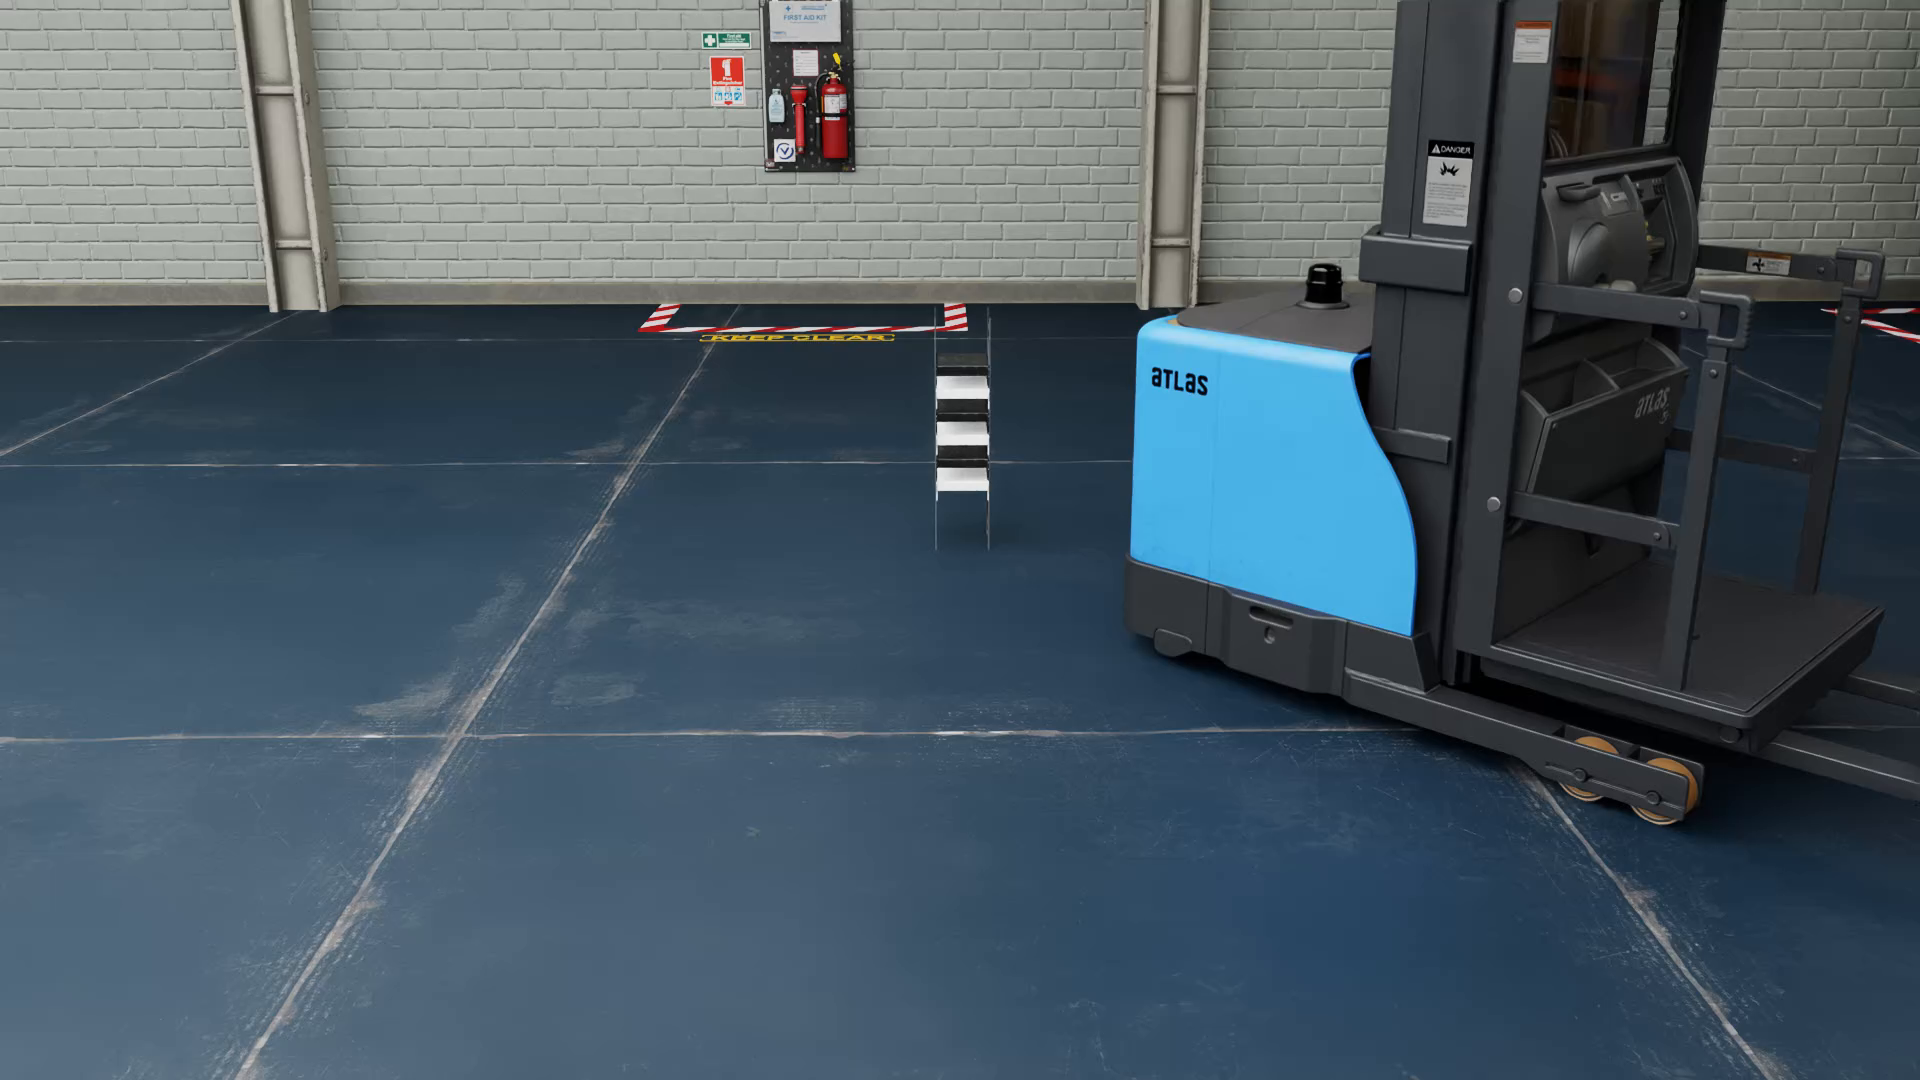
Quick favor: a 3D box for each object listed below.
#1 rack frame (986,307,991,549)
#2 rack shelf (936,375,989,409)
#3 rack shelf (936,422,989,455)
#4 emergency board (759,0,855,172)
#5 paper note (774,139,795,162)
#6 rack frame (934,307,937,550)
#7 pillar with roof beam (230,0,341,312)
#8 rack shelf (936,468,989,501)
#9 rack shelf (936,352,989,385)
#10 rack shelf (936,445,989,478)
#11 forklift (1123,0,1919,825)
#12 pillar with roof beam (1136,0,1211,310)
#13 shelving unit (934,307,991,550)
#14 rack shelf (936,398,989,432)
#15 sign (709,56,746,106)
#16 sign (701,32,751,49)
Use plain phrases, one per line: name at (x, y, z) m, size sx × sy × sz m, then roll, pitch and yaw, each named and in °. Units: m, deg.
rack frame at (0.110, -0.429, 6.412) m, size 0.006 × 0.900 × 0.240 m, roll 0°, pitch 18°, yaw -1°
rack shelf at (0.008, -0.568, 6.365) m, size 0.200 × 0.077 × 0.258 m, roll 0°, pitch 18°, yaw -1°
rack shelf at (0.008, -0.397, 6.420) m, size 0.200 × 0.077 × 0.258 m, roll 0°, pitch 18°, yaw -1°
emergency board at (-1.025, -3.073, 11.216) m, size 0.643 × 1.169 × 0.194 m, roll 0°, pitch 18°, yaw -1°
paper note at (-1.203, -2.674, 11.413) m, size 0.142 × 0.148 × 0.016 m, roll 0°, pitch 18°, yaw -1°
rack frame at (-0.094, -0.428, 6.409) m, size 0.006 × 0.900 × 0.240 m, roll 0°, pitch 18°, yaw -1°
pillar with roof beam at (-4.485, -4.586, 6.111) m, size 0.400 × 9.000 × 9.100 m, roll 0°, pitch 18°, yaw -1°
rack shelf at (0.008, -0.225, 6.475) m, size 0.200 × 0.077 × 0.258 m, roll 0°, pitch 18°, yaw -1°
rack shelf at (0.008, -0.654, 6.338) m, size 0.200 × 0.077 × 0.258 m, roll 0°, pitch 18°, yaw -1°
rack shelf at (0.008, -0.311, 6.448) m, size 0.200 × 0.077 × 0.258 m, roll 0°, pitch 18°, yaw -1°
forklift at (1.948, -0.844, 4.381) m, size 3.031 × 2.935 × 1.130 m, roll 16°, pitch 24°, yaw 41°
pillar with roof beam at (1.514, -4.615, 6.201) m, size 0.400 × 9.000 × 9.100 m, roll 0°, pitch 18°, yaw -1°
shelving unit at (0.008, -0.429, 6.410) m, size 0.210 × 0.900 × 0.258 m, roll 0°, pitch 18°, yaw -1°
rack shelf at (0.008, -0.482, 6.393) m, size 0.200 × 0.077 × 0.258 m, roll 0°, pitch 18°, yaw -1°
sign at (-1.579, -3.119, 11.300) m, size 0.234 × 0.329 × 0.001 m, roll 0°, pitch 18°, yaw -1°
sign at (-1.575, -3.368, 11.211) m, size 0.331 × 0.109 × 0.001 m, roll 0°, pitch 18°, yaw -1°
